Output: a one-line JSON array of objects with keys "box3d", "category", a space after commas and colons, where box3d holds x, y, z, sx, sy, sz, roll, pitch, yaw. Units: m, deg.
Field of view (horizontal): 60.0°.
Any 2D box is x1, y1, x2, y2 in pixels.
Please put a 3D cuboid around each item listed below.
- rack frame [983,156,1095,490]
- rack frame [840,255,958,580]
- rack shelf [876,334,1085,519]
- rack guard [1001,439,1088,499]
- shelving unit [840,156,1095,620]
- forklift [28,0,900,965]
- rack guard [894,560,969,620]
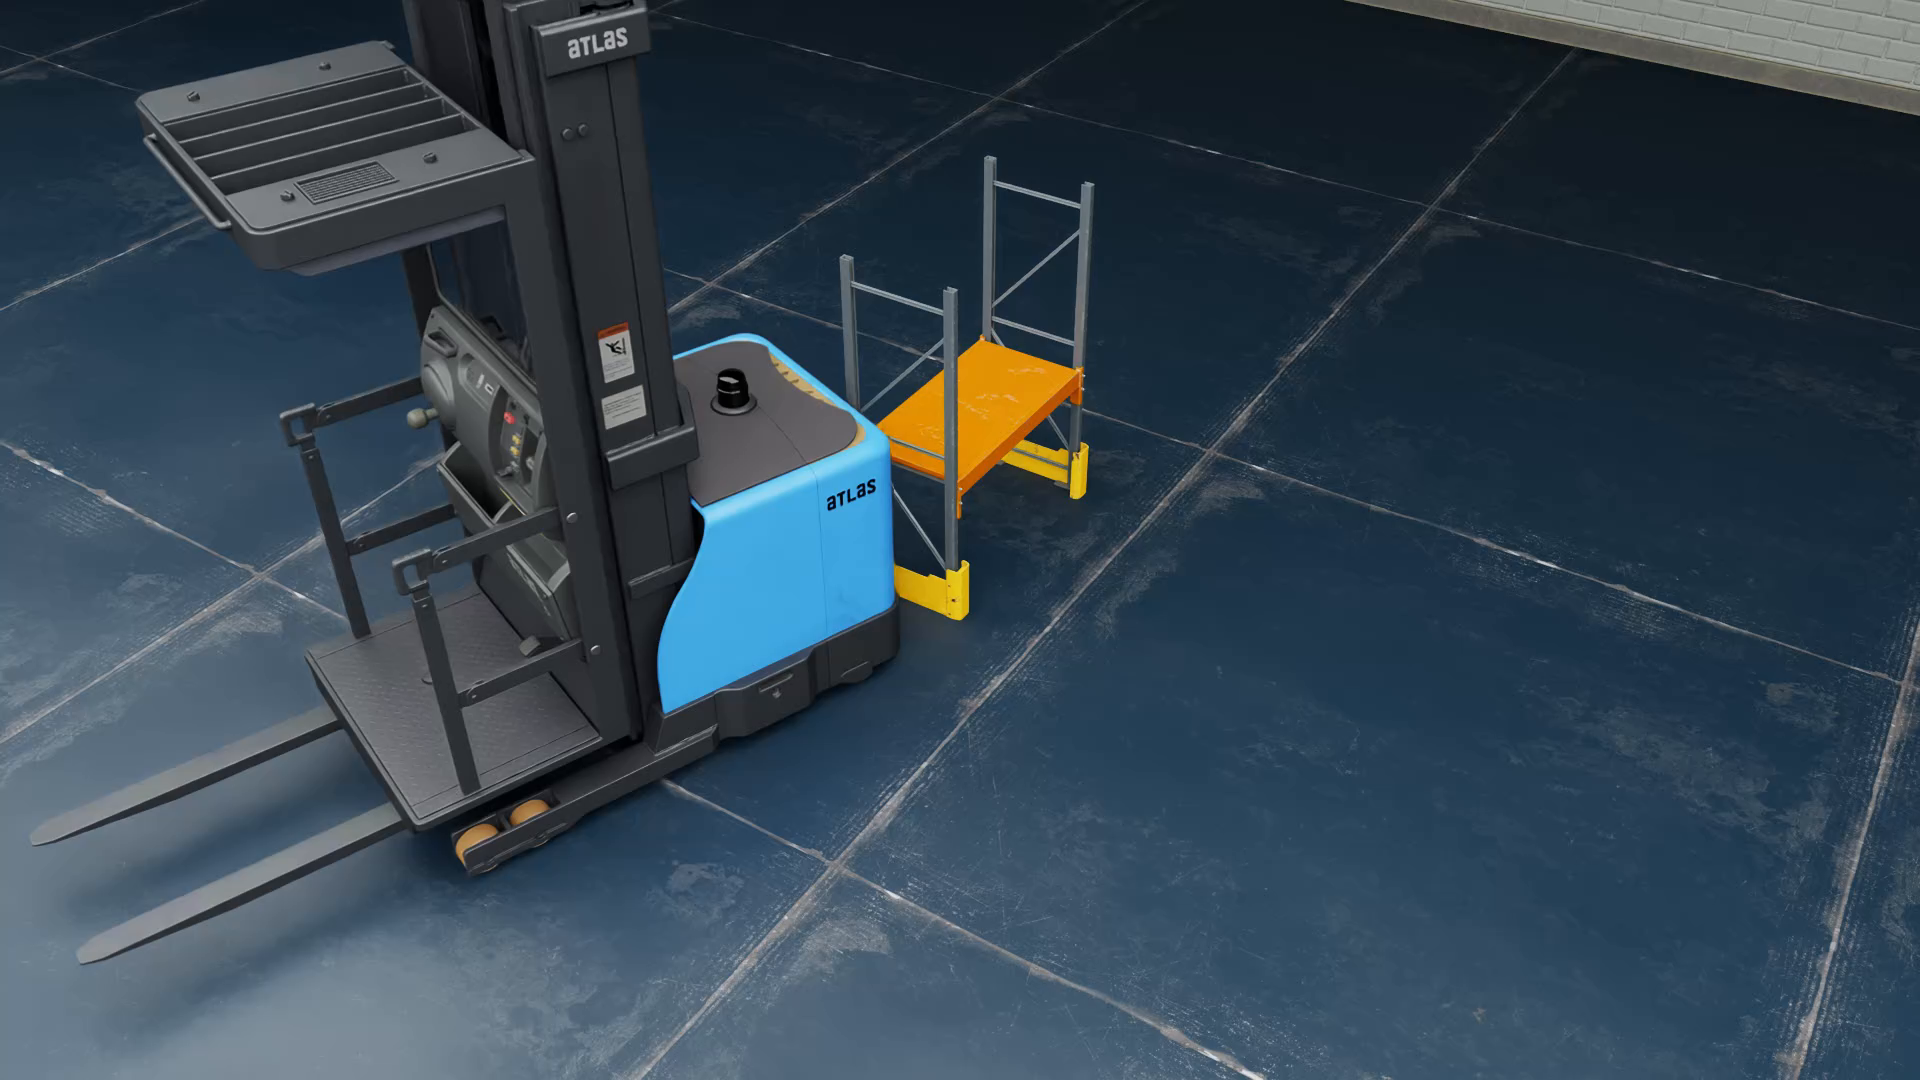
[{"box3d": [0.318, -0.900, 7.189, 0.500, 1.500, 0.032, 21, 42, 25], "category": "rack frame"}, {"box3d": [-0.227, -0.376, 6.509, 0.500, 1.500, 0.032, 21, 42, 25], "category": "rack frame"}, {"box3d": [0.046, -0.496, 6.959, 0.538, 0.185, 1.000, 21, 42, 25], "category": "rack shelf"}, {"box3d": [0.308, -0.395, 7.558, 0.587, 0.250, 0.087, 21, 42, 25], "category": "rack guard"}, {"box3d": [0.041, -0.633, 6.843, 0.587, 1.500, 1.083, 21, 42, 25], "category": "shelving unit"}, {"box3d": [-1.723, -0.378, 5.340, 3.031, 2.935, 1.130, -24, 44, -28], "category": "forklift"}, {"box3d": [-0.226, 0.118, 6.892, 0.587, 0.250, 0.087, 21, 42, 25], "category": "rack guard"}]
